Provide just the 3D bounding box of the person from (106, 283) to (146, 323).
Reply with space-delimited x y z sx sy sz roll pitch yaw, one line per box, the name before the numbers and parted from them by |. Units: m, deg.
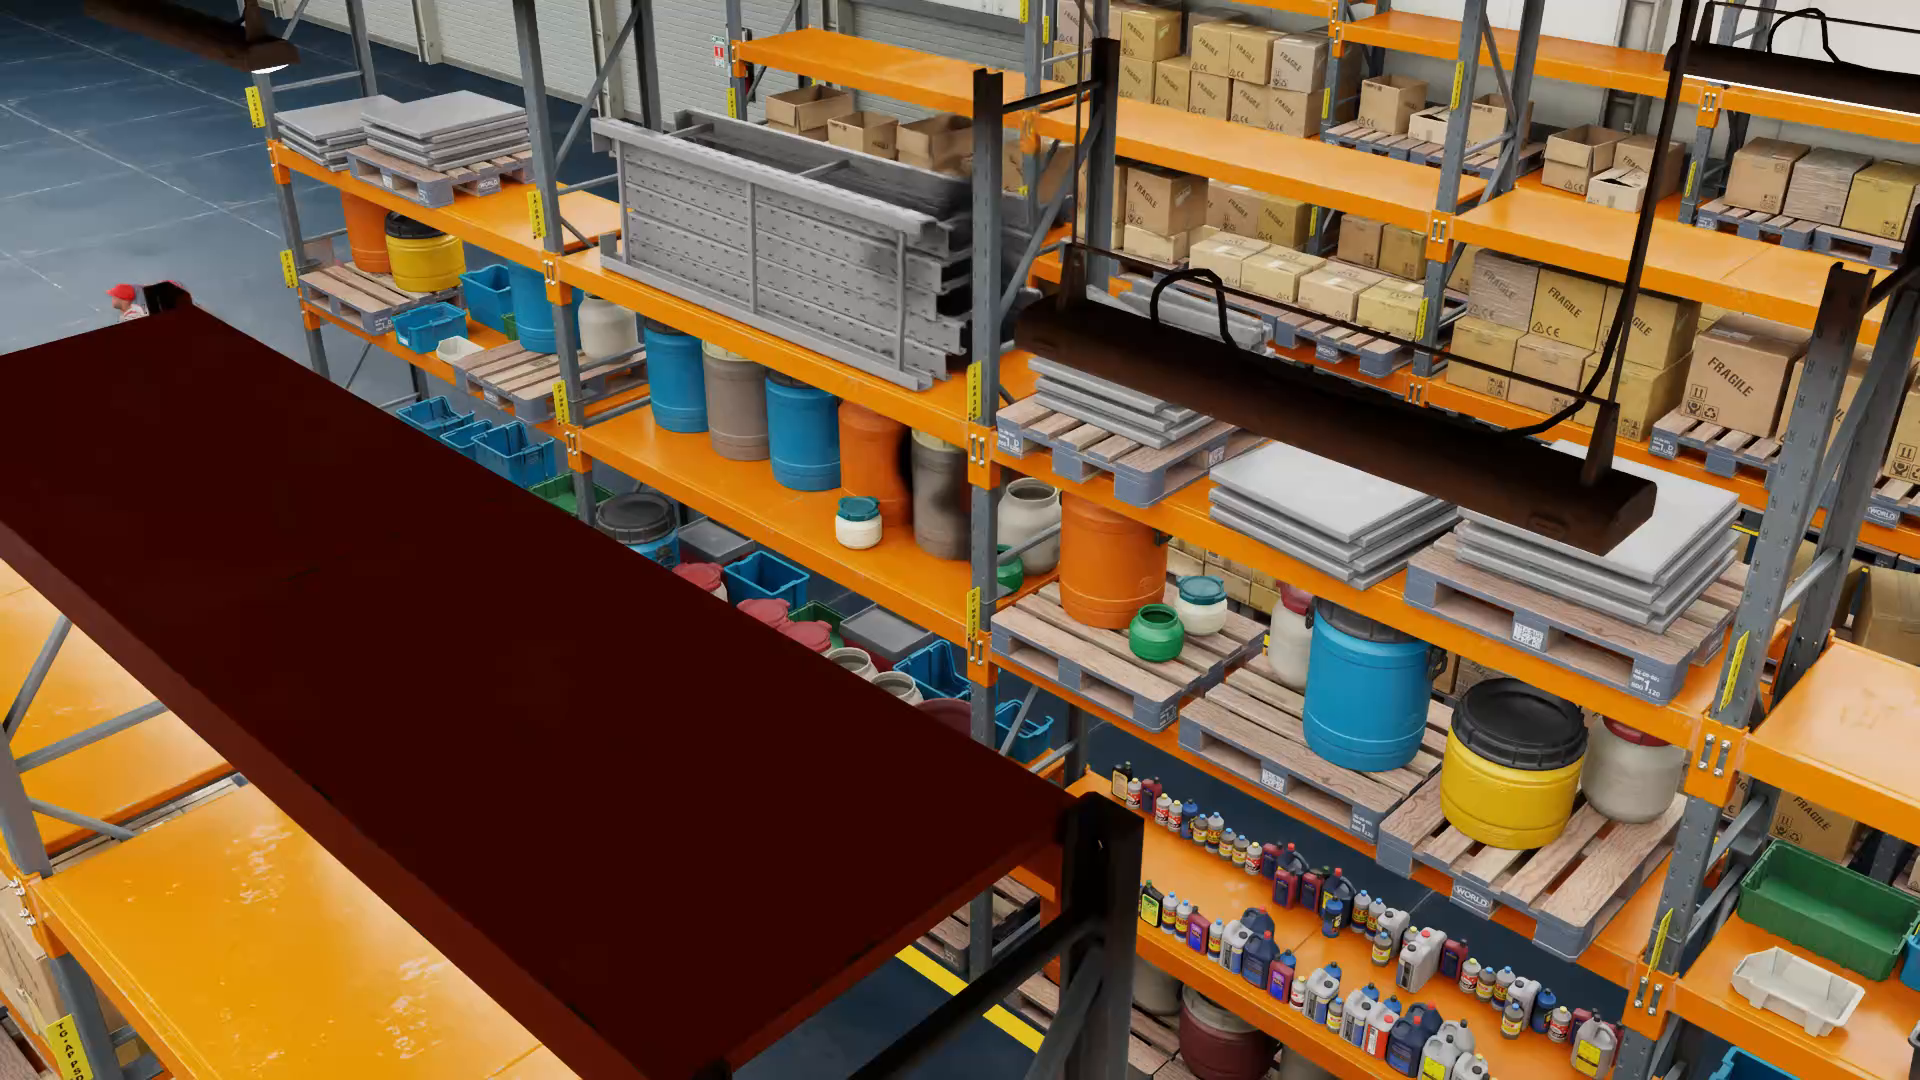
person | -8.789 -1.879 17.783 0.676 1.785 0.686 -9 31 -16
